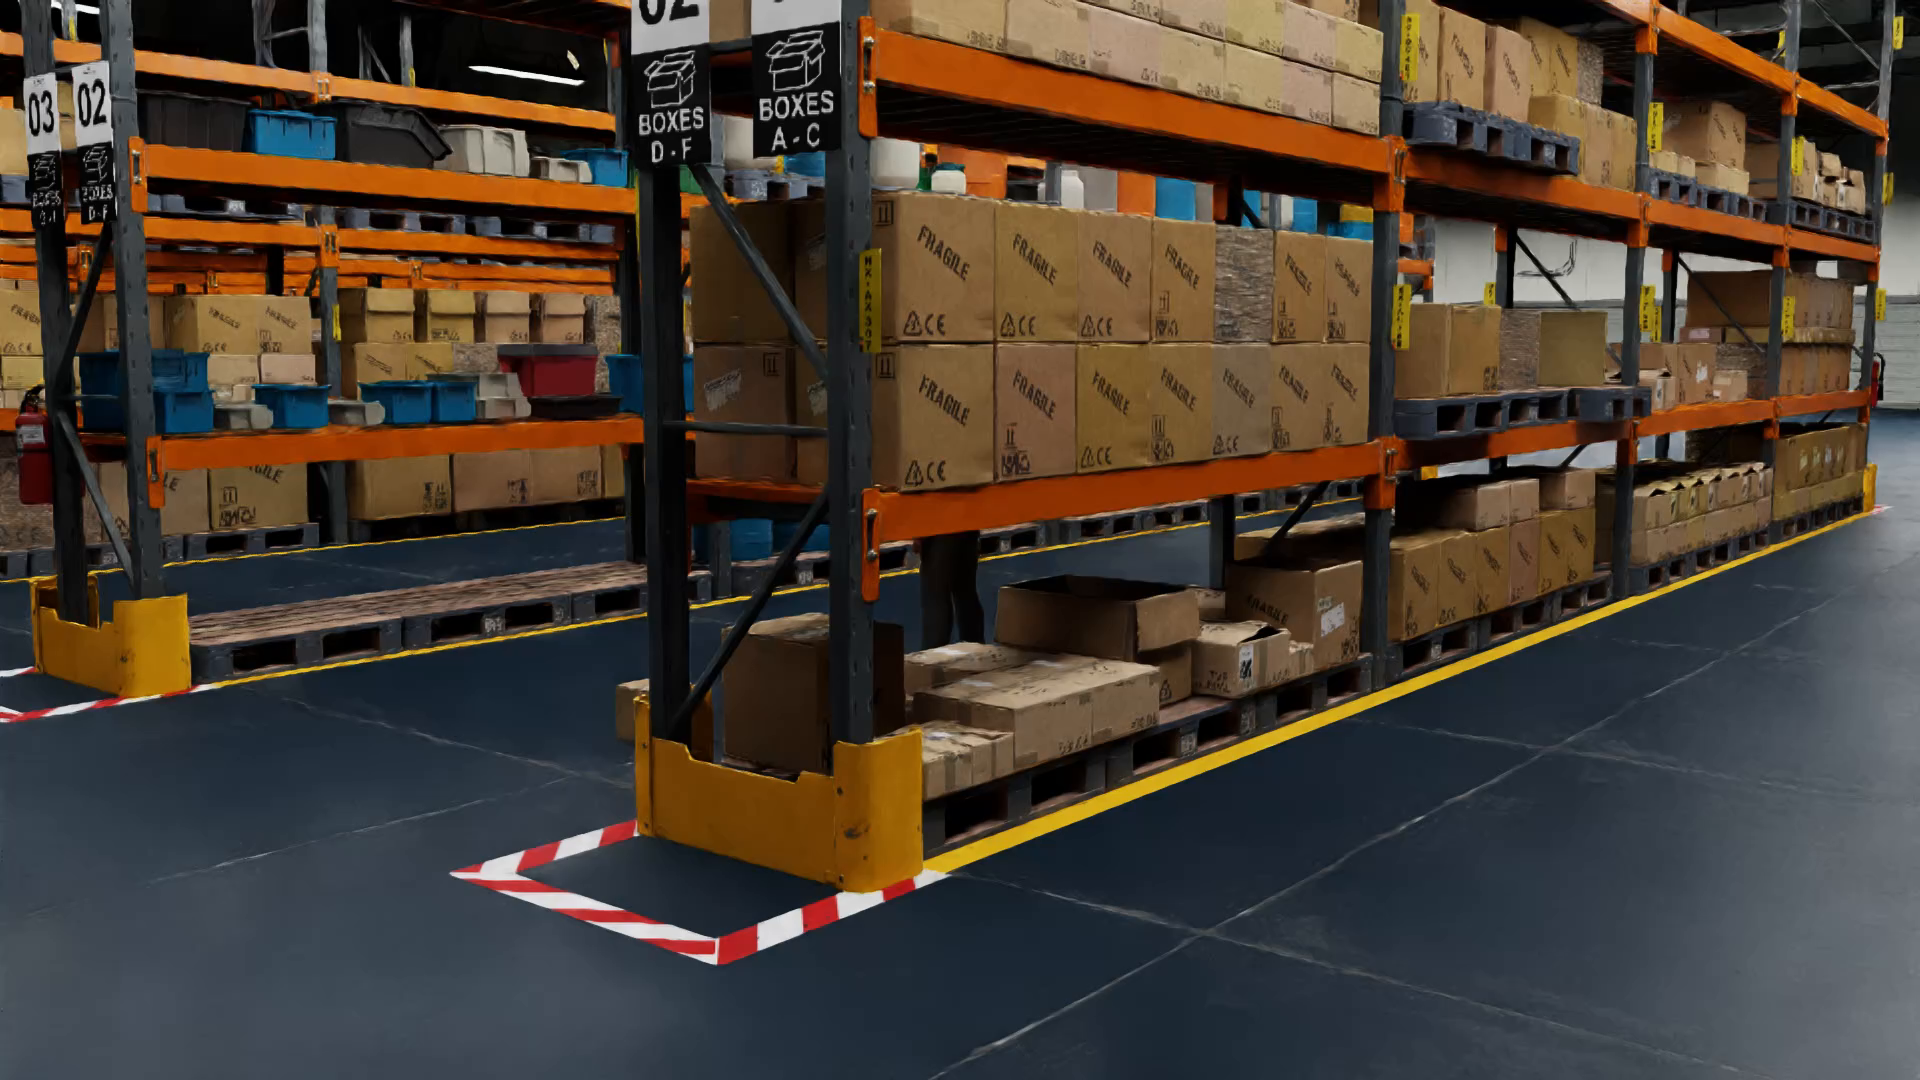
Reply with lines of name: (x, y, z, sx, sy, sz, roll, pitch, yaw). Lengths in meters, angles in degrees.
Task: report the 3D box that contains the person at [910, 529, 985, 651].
person: (-0.104, -0.081, 8.728, 0.437, 1.666, 0.535, 2, 7, 17)
